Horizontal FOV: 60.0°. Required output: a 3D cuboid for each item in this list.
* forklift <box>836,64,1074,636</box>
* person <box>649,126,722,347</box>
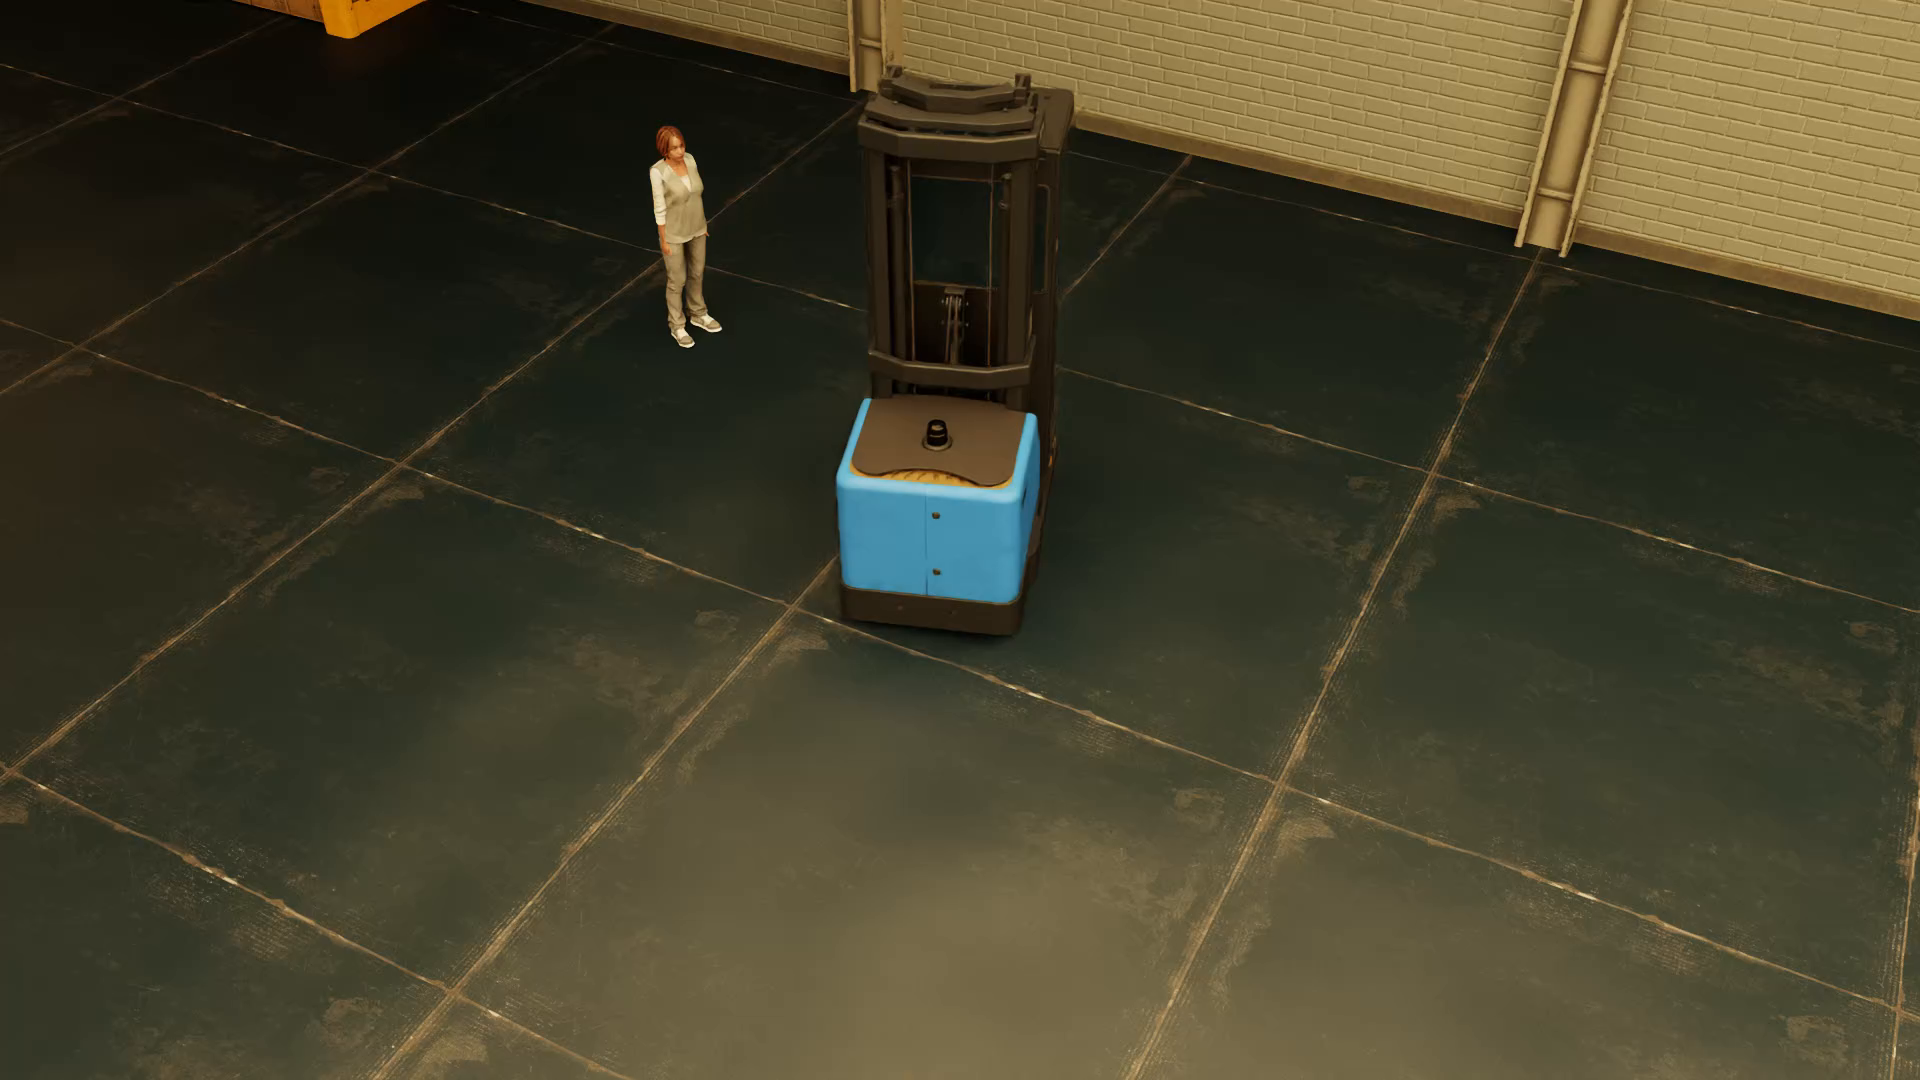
[{"bbox_3d":[0.045,-1.525,9.798,1.130,2.935,3.031,6,40,7],"label":"forklift"},{"bbox_3d":[-1.921,-2.123,11.542,0.313,1.603,0.405,29,48,30],"label":"person"}]
